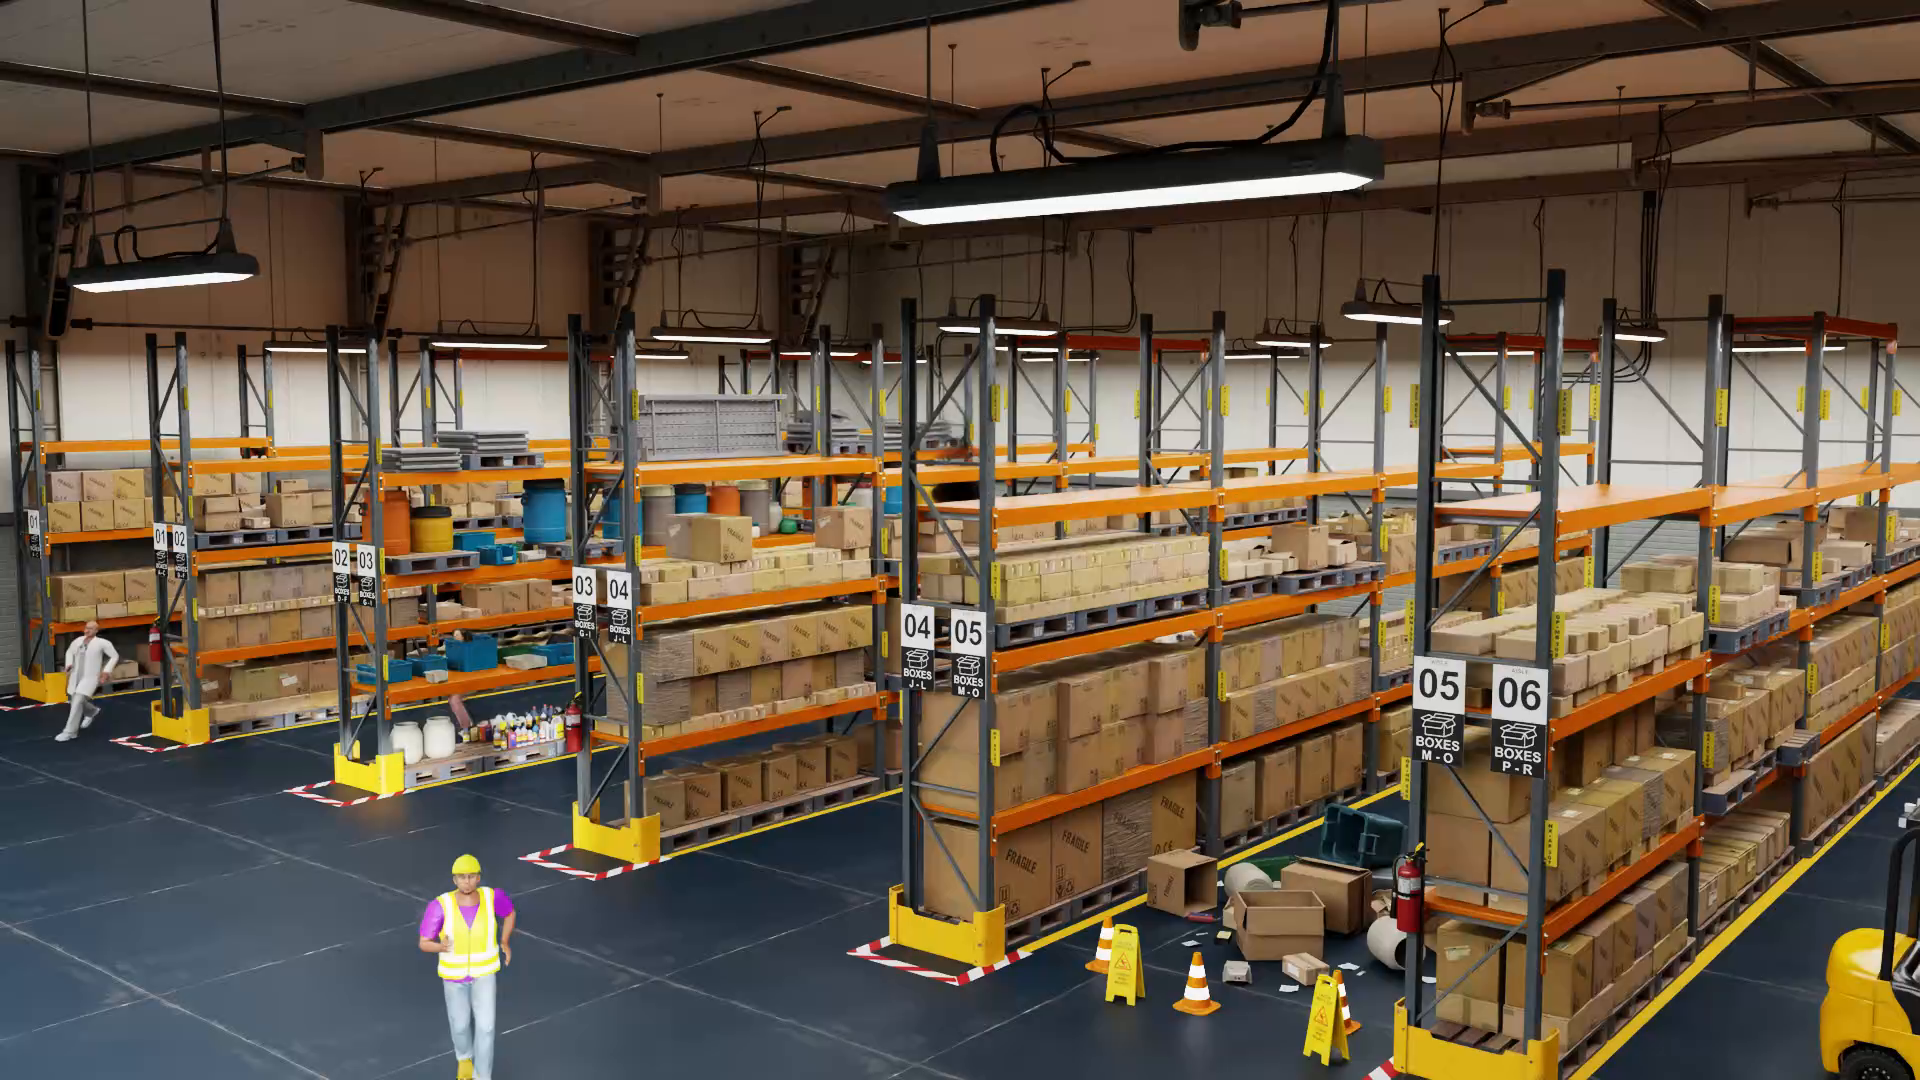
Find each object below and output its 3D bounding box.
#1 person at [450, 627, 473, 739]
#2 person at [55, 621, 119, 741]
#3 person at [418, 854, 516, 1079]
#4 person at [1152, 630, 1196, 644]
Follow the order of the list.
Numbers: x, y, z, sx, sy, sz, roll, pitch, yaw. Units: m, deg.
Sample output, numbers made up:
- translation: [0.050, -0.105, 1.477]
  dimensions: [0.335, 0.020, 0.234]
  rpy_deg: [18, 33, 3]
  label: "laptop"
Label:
- translation: [-7.422, 2.123, 24.631]
  dimensions: [0.562, 1.656, 0.595]
  rpy_deg: [3, 6, 26]
  label: "person"
- translation: [-12.978, 2.068, 24.750]
  dimensions: [0.774, 1.727, 0.983]
  rpy_deg: [1, 5, 8]
  label: "person"
- translation: [-3.572, 3.182, 12.095]
  dimensions: [0.682, 1.810, 0.815]
  rpy_deg: [-1, 5, -16]
  label: "person"
- translation: [3.067, 1.868, 24.063]
  dimensions: [0.621, 1.803, 0.907]
  rpy_deg: [3, 6, 33]
  label: "person"
